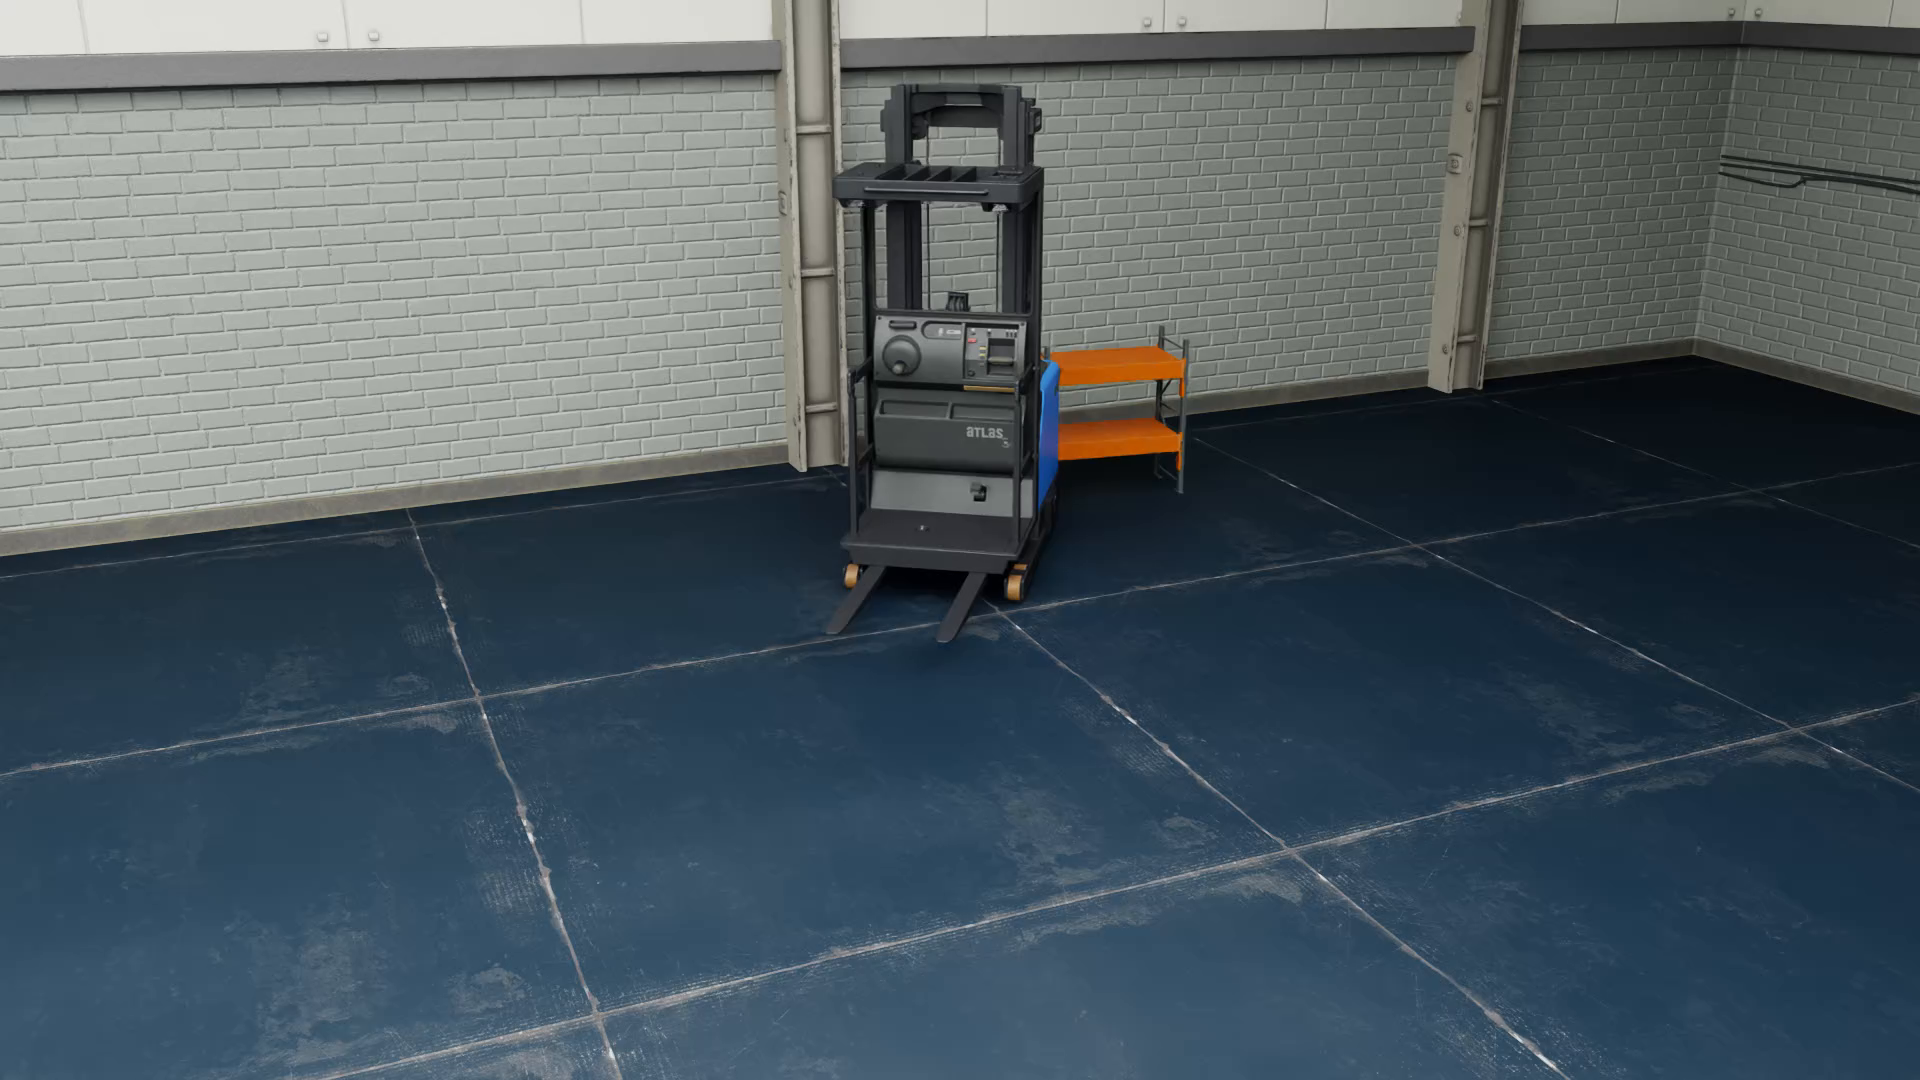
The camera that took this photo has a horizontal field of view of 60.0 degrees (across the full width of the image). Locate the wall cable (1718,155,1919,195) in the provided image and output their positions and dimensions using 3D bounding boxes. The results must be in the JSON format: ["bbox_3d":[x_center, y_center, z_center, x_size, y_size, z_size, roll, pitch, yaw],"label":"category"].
[{"bbox_3d":[7.661,-4.136,13.895,0.112,2.526,3.097,-8,21,-22],"label":"wall cable"}]

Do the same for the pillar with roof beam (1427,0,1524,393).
[{"bbox_3d":[6.137,-4.304,9.695,0.400,9.000,9.100,-8,21,-22],"label":"pillar with roof beam"}]

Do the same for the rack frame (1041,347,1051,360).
[{"bbox_3d":[0.542,-0.858,11.766,0.032,1.125,0.500,-5,20,-14],"label":"rack frame"}]

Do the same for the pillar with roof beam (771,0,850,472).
[{"bbox_3d":[0.628,-3.514,7.453,0.400,9.000,9.100,-8,21,-22],"label":"pillar with roof beam"}]

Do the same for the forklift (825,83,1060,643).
[{"bbox_3d":[-0.101,-1.145,9.860,1.130,2.935,3.031,4,20,10],"label":"forklift"}]

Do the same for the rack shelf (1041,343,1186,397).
[{"bbox_3d":[1.033,-1.179,11.795,1.000,0.278,0.538,-5,20,-14],"label":"rack shelf"}]

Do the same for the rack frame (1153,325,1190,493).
[{"bbox_3d":[1.523,-0.947,12.018,0.032,1.125,0.500,-5,20,-14],"label":"rack frame"}]

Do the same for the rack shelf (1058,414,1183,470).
[{"bbox_3d":[1.033,-0.672,11.973,1.000,0.278,0.538,-5,20,-14],"label":"rack shelf"}]

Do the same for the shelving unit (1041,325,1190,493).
[{"bbox_3d":[1.033,-0.903,11.892,1.048,1.125,0.538,-5,20,-14],"label":"shelving unit"}]
